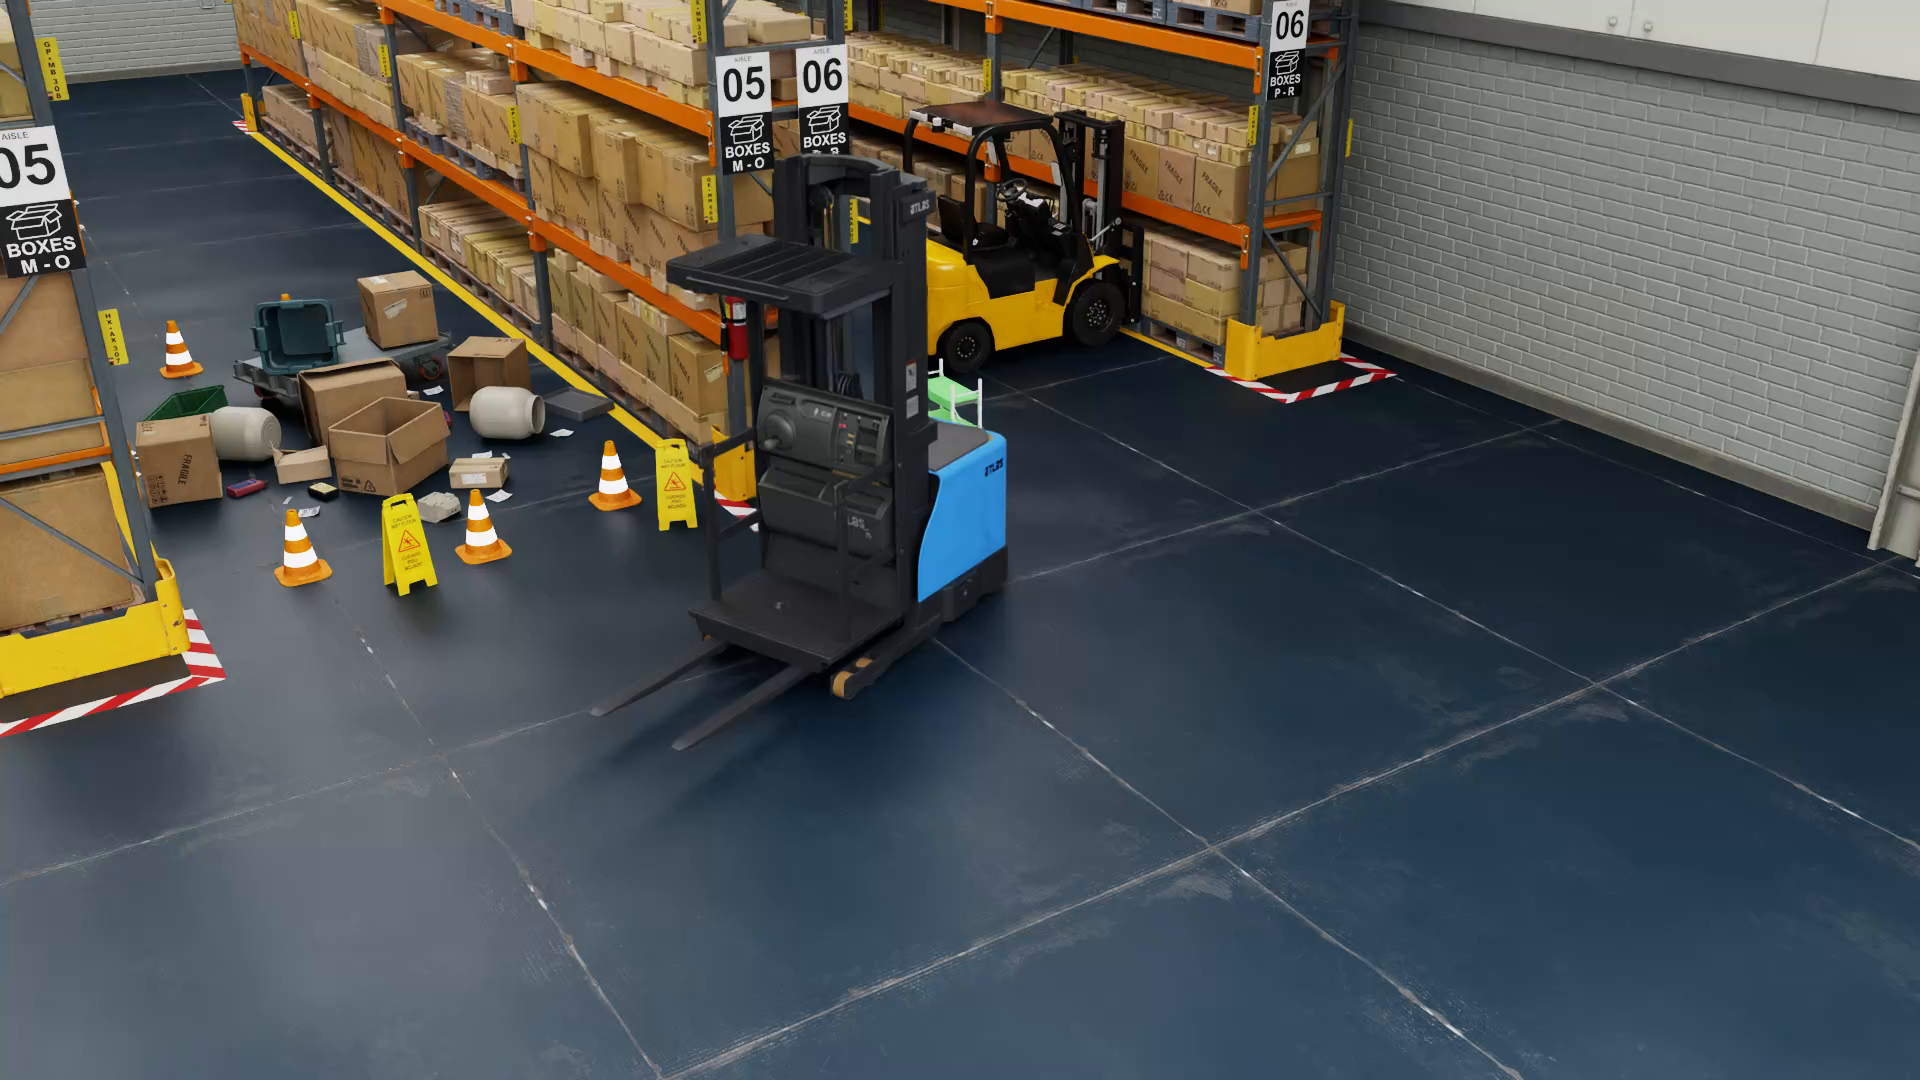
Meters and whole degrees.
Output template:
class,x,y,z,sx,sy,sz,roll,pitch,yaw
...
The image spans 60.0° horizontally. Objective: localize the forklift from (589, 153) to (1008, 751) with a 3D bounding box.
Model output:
class,x,y,z,sx,sy,sz,roll,pitch,yaw
forklift,-0.924,-0.622,9.596,1.130,2.935,3.031,16,30,30

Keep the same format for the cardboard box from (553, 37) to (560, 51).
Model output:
class,x,y,z,sx,sy,sz,roll,pitch,yaw
cardboard box,-3.138,-4.135,13.738,0.380,0.149,0.250,-16,29,-30

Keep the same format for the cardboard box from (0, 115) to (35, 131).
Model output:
class,x,y,z,sx,sy,sz,roll,pitch,yaw
cardboard box,-5.254,-2.285,9.211,0.380,0.149,0.250,-15,29,-29

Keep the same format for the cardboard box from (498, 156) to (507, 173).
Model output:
class,x,y,z,sx,sy,sz,roll,pitch,yaw
cardboard box,-4.068,-3.525,15.467,0.380,0.149,0.250,-17,30,-31

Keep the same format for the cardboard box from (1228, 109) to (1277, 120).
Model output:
class,x,y,z,sx,sy,sz,roll,pitch,yaw
cardboard box,2.639,-3.793,15.008,0.380,0.149,0.250,-15,29,-29

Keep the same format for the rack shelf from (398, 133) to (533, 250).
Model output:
class,x,y,z,sx,sy,sz,roll,pitch,yaw
rack shelf,-4.519,-3.620,16.710,1.077,0.370,4.000,-16,29,-30

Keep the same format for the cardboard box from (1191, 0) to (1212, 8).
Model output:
class,x,y,z,sx,sy,sz,roll,pitch,yaw
cardboard box,2.207,-4.661,14.244,0.380,0.149,0.250,-16,30,-31

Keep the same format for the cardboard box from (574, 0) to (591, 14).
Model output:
class,x,y,z,sx,sy,sz,roll,pitch,yaw
cardboard box,-2.772,-4.192,12.925,0.380,0.149,0.250,-16,30,-30

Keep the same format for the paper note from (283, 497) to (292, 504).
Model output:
class,x,y,z,sx,sy,sz,roll,pitch,yaw
paper note,-4.983,-0.294,12.323,0.032,0.001,0.123,-1,25,-3

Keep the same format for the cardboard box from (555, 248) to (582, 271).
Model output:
class,x,y,z,sx,sy,sz,roll,pitch,yaw
cardboard box,-3.313,-2.476,14.535,0.380,0.149,0.250,-15,29,-29

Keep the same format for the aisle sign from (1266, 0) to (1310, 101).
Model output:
class,x,y,z,sx,sy,sz,roll,pitch,yaw
aisle sign,2.703,-4.041,13.714,0.394,0.787,0.004,-16,29,-30

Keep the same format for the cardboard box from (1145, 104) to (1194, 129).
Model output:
class,x,y,z,sx,sy,sz,roll,pitch,yaw
cardboard box,1.906,-3.852,15.132,0.380,0.149,0.250,-15,29,-28

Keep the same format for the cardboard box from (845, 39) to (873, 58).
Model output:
class,x,y,z,sx,sy,sz,roll,pitch,yaw
cardboard box,-1.218,-5.794,19.595,0.380,0.149,0.250,-15,29,-28

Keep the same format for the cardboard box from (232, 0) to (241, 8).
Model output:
class,x,y,z,sx,sy,sz,roll,pitch,yaw
cardboard box,-9.954,-7.782,23.394,0.500,0.500,0.500,-16,30,-31

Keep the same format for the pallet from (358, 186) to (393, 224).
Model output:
class,x,y,z,sx,sy,sz,roll,pitch,yaw
pallet,-6.640,-4.135,20.225,1.003,0.211,1.213,-16,29,-30

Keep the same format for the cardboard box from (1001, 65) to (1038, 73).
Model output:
class,x,y,z,sx,sy,sz,roll,pitch,yaw
cardboard box,0.615,-5.011,17.936,0.380,0.149,0.250,-17,30,-31

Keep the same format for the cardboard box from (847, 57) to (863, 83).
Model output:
class,x,y,z,sx,sy,sz,roll,pitch,yaw
cardboard box,-1.144,-5.582,19.614,0.500,0.250,0.500,-15,29,-28

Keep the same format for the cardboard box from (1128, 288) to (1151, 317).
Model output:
class,x,y,z,sx,sy,sz,roll,pitch,yaw
cardboard box,1.863,-2.360,15.926,0.500,0.250,0.500,-15,29,-29

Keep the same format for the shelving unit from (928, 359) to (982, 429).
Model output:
class,x,y,z,sx,sy,sz,roll,pitch,yaw
shelving unit,-0.090,-0.602,11.582,0.258,1.200,0.503,-16,29,-30

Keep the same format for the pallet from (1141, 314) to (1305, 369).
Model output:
class,x,y,z,sx,sy,sz,roll,pitch,yaw
pallet,2.461,-1.960,15.618,1.003,0.211,1.213,-16,29,-30

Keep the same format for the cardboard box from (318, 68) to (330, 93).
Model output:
class,x,y,z,sx,sy,sz,roll,pitch,yaw
cardboard box,-7.491,-5.620,20.280,0.500,0.250,0.500,-16,30,-31

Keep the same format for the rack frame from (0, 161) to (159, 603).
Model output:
class,x,y,z,sx,sy,sz,roll,pitch,yaw
rack frame,-5.336,-0.610,9.490,1.000,3.000,0.127,-16,29,-30

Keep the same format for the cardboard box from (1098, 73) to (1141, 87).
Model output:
class,x,y,z,sx,sy,sz,roll,pitch,yaw
cardboard box,1.604,-4.552,16.615,0.380,0.149,0.250,-16,30,-31

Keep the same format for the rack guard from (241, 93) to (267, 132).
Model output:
class,x,y,z,sx,sy,sz,roll,pitch,yaw
rack guard,-9.991,-6.401,24.685,1.175,0.500,0.348,-16,29,-30

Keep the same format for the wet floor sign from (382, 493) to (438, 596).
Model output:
class,x,y,z,sx,sy,sz,roll,pitch,yaw
wet floor sign,-3.661,0.004,10.949,0.267,0.644,0.232,-22,33,-38

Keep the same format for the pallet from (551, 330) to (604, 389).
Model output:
class,x,y,z,sx,sy,sz,roll,pitch,yaw
pallet,-3.031,-1.737,15.145,1.003,0.211,1.213,-16,29,-30

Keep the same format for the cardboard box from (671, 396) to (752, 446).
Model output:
class,x,y,z,sx,sy,sz,roll,pitch,yaw
cardboard box,-1.923,-0.981,13.006,0.500,0.250,0.500,-16,29,-30

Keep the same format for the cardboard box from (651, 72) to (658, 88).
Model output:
class,x,y,z,sx,sy,sz,roll,pitch,yaw
cardboard box,-2.035,-3.395,12.171,0.380,0.149,0.250,-15,29,-29

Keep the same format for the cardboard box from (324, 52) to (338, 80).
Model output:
class,x,y,z,sx,sy,sz,roll,pitch,yaw
cardboard box,-7.229,-5.660,19.779,0.500,0.250,0.500,-15,29,-29

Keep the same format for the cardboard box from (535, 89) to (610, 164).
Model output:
class,x,y,z,sx,sy,sz,roll,pitch,yaw
cardboard box,-3.108,-3.466,13.905,0.700,0.500,0.500,-15,29,-29

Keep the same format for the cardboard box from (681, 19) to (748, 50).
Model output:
class,x,y,z,sx,sy,sz,roll,pitch,yaw
cardboard box,-1.675,-3.455,11.364,0.380,0.149,0.250,-15,29,-29

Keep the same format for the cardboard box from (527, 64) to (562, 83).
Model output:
class,x,y,z,sx,sy,sz,roll,pitch,yaw
cardboard box,-4.067,-4.508,16.031,0.380,0.149,0.250,-14,29,-27

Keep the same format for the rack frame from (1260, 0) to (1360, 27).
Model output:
class,x,y,z,sx,sy,sz,roll,pitch,yaw
rack frame,2.913,-5.670,13.183,1.000,3.000,0.127,-16,29,-30

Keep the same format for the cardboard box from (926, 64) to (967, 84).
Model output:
class,x,y,z,sx,sy,sz,roll,pitch,yaw
cardboard box,-0.143,-5.048,18.016,0.380,0.149,0.250,-17,30,-31

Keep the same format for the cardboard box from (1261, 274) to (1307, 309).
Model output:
class,x,y,z,sx,sy,sz,roll,pitch,yaw
cardboard box,2.831,-2.347,15.313,0.500,0.250,0.500,-15,29,-29

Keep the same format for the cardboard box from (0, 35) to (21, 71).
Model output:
class,x,y,z,sx,sy,sz,roll,pitch,yaw
cardboard box,-5.251,-2.642,9.032,0.380,0.149,0.250,-15,29,-29

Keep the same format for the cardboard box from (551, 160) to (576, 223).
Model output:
class,x,y,z,sx,sy,sz,roll,pitch,yaw
cardboard box,-3.127,-3.013,14.117,0.500,0.500,0.500,-16,29,-30

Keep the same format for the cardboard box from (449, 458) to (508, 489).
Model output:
class,x,y,z,sx,sy,sz,roll,pitch,yaw
cardboard box,-3.651,-0.508,12.615,0.380,0.149,0.250,-1,25,-3

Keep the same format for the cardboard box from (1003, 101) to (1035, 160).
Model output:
class,x,y,z,sx,sy,sz,roll,pitch,yaw
cardboard box,0.753,-4.214,17.008,0.500,0.500,0.500,-16,30,-31

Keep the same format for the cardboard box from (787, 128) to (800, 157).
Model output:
class,x,y,z,sx,sy,sz,roll,pitch,yaw
cardboard box,-1.865,-4.980,21.183,0.500,0.500,0.500,-15,29,-28

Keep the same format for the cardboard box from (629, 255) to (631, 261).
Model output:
class,x,y,z,sx,sy,sz,roll,pitch,yaw
cardboard box,-2.445,-2.321,13.410,0.380,0.149,0.250,-16,29,-30

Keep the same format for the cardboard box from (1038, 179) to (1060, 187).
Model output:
class,x,y,z,sx,sy,sz,roll,pitch,yaw
cardboard box,1.161,-3.656,17.501,0.500,0.250,0.500,-15,29,-29

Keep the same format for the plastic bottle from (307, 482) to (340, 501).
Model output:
class,x,y,z,sx,sy,sz,roll,pitch,yaw
plastic bottle,-4.777,-0.371,12.426,0.283,0.061,0.133,18,31,33

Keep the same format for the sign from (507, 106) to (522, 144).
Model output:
class,x,y,z,sx,sy,sz,roll,pitch,yaw
sign,-3.890,-3.623,14.517,0.100,0.325,0.005,-16,29,-30

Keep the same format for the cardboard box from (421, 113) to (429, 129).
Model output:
class,x,y,z,sx,sy,sz,roll,pitch,yaw
cardboard box,-5.352,-4.360,17.237,0.380,0.149,0.250,-18,31,-33

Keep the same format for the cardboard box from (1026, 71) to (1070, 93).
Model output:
class,x,y,z,sx,sy,sz,roll,pitch,yaw
cardboard box,0.889,-4.610,16.738,0.380,0.149,0.250,-15,29,-29

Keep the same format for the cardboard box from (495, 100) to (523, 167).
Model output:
class,x,y,z,sx,sy,sz,roll,pitch,yaw
cardboard box,-3.871,-3.712,15.103,0.500,0.500,0.500,-16,30,-31

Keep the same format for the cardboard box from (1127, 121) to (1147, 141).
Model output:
class,x,y,z,sx,sy,sz,roll,pitch,yaw
cardboard box,1.769,-3.808,15.388,0.380,0.149,0.250,-15,29,-29

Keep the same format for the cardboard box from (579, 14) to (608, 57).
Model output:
class,x,y,z,sx,sy,sz,roll,pitch,yaw
cardboard box,-2.587,-3.888,12.747,0.500,0.250,0.500,-15,29,-29

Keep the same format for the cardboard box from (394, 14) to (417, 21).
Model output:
class,x,y,z,sx,sy,sz,roll,pitch,yaw
cardboard box,-6.223,-5.755,19.102,0.500,0.500,0.500,-15,29,-28

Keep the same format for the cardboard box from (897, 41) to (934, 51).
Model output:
class,x,y,z,sx,sy,sz,roll,pitch,yaw
cardboard box,-0.510,-5.731,19.461,0.380,0.149,0.250,-16,29,-30

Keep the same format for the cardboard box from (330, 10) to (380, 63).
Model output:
class,x,y,z,sx,sy,sz,roll,pitch,yaw
cardboard box,-6.935,-5.826,19.251,0.500,0.500,0.500,-16,30,-30

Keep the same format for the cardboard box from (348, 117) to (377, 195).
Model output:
class,x,y,z,sx,sy,sz,roll,pitch,yaw
cardboard box,-6.889,-4.796,20.356,0.875,0.875,0.875,-15,29,-28

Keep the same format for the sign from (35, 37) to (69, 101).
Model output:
class,x,y,z,sx,sy,sz,roll,pitch,yaw
sign,-4.867,-2.524,8.916,0.100,0.325,0.005,-16,29,-30

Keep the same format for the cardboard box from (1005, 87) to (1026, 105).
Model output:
class,x,y,z,sx,sy,sz,roll,pitch,yaw
cardboard box,0.683,-4.552,16.963,0.380,0.149,0.250,-16,30,-30
